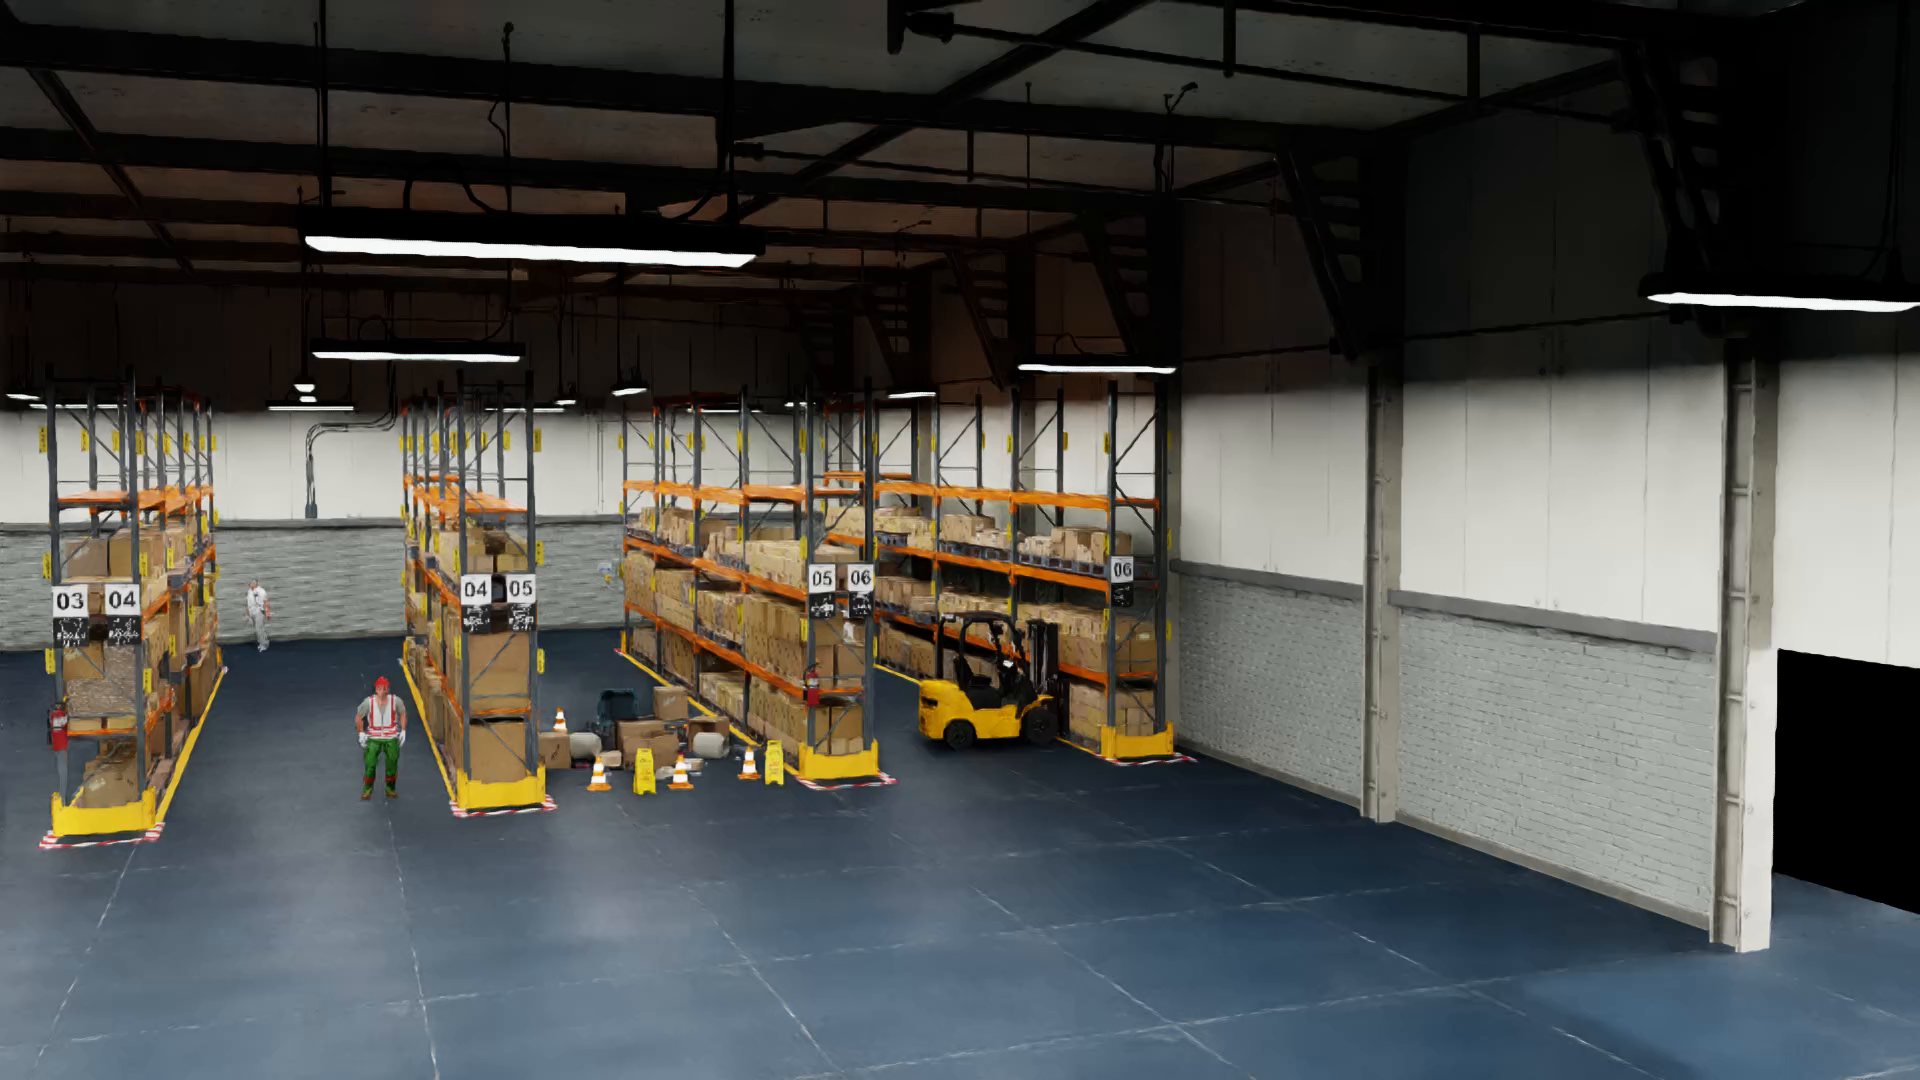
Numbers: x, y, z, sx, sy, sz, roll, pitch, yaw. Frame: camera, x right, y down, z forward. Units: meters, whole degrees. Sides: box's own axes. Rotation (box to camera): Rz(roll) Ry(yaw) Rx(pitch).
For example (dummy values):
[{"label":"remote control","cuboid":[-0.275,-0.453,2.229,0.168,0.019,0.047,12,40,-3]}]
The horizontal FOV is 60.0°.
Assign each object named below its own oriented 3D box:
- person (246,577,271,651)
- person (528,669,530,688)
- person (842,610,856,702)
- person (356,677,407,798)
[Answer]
[{"label":"person","cuboid":[-16.954,1.783,40.252,0.657,1.791,0.479,2,4,33]},{"label":"person","cuboid":[-8.800,2.175,33.845,0.537,1.677,0.416,3,4,38]},{"label":"person","cuboid":[-2.251,2.226,31.955,0.577,1.785,0.655,1,3,9]},{"label":"person","cuboid":[-8.123,2.774,23.362,0.677,1.742,0.547,-1,4,-22]}]
